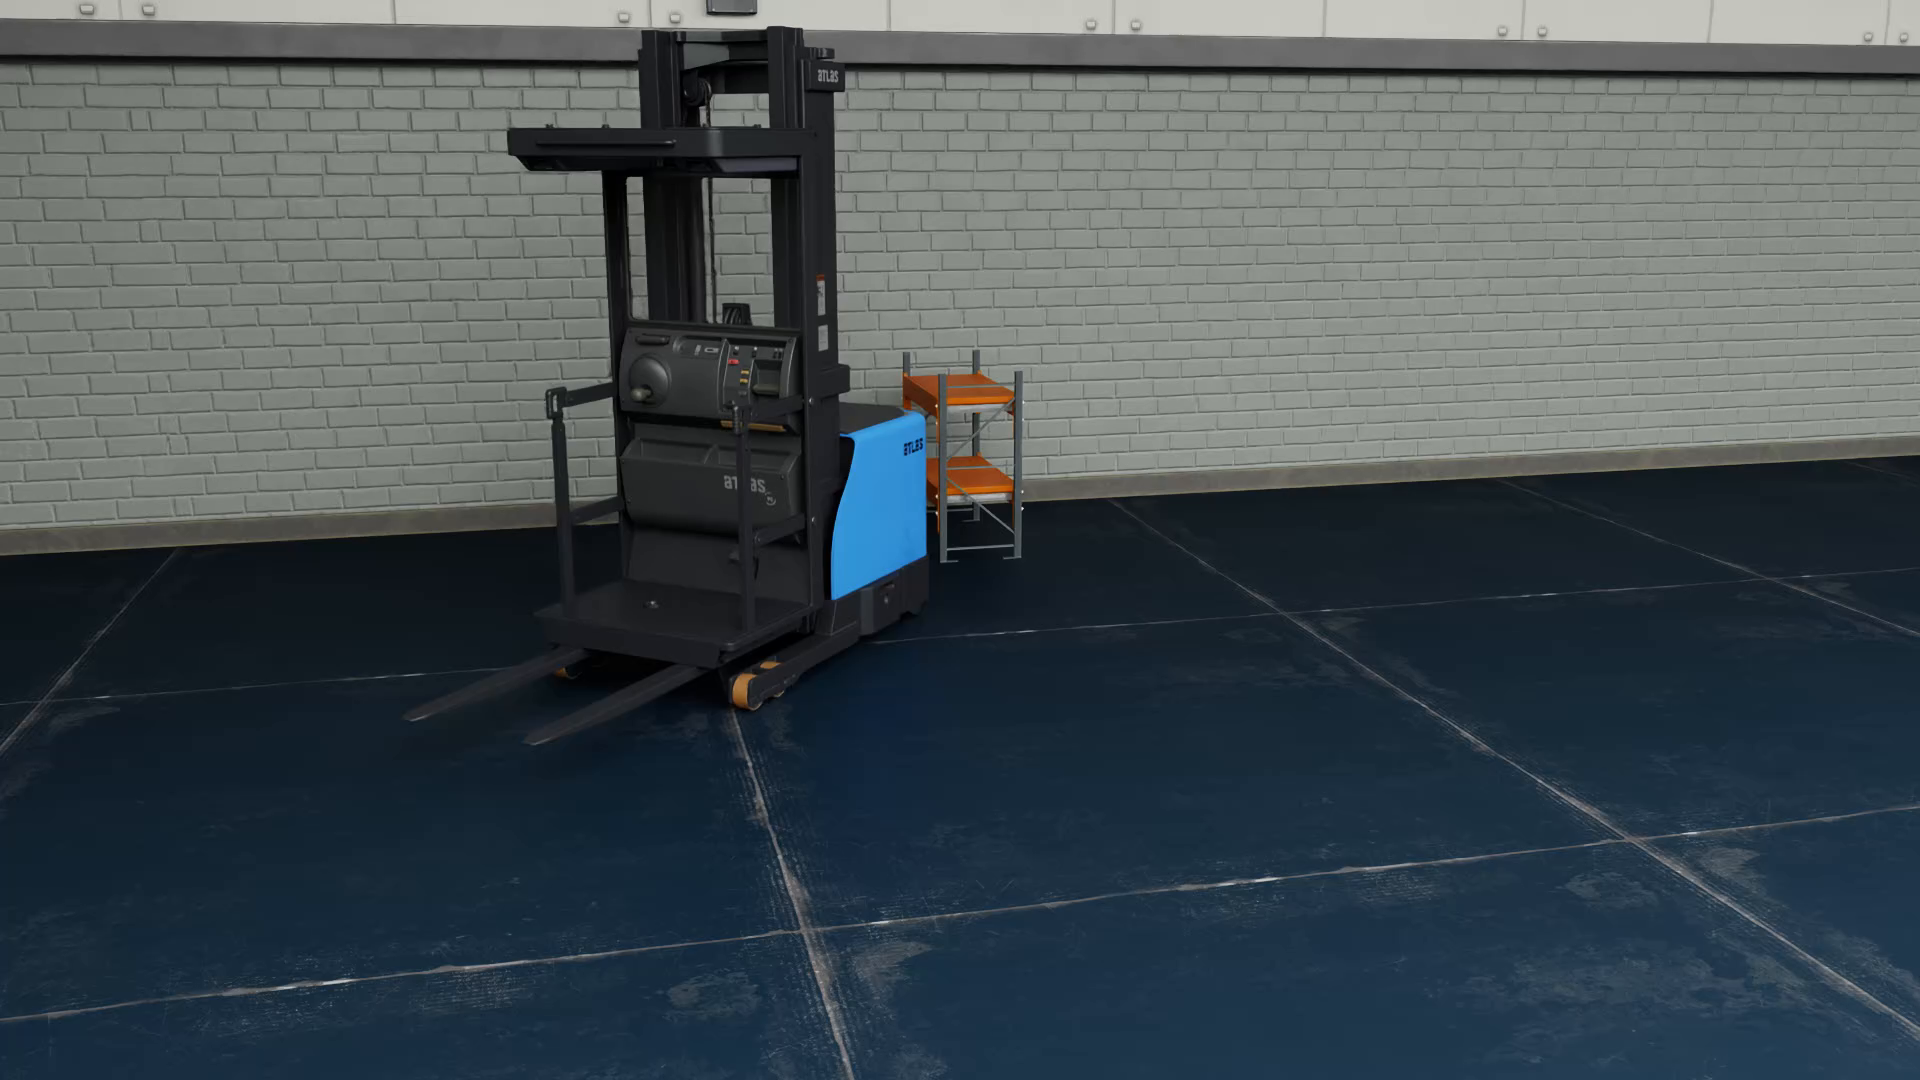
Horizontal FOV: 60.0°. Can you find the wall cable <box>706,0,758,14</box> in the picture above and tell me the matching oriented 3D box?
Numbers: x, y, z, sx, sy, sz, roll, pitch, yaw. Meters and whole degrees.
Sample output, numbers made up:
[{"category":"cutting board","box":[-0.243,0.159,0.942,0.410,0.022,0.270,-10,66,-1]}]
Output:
[{"category":"wall cable","box":[-0.433,-6.226,9.783,2.305,6.003,0.169,-3,14,-13]}]

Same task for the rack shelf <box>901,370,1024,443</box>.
[{"category":"rack shelf","box":[0.002,-0.829,10.218,0.538,0.278,1.000,-3,14,-13]}]

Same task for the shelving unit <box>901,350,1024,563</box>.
[{"category":"shelving unit","box":[0.002,-0.545,10.287,0.538,1.125,1.048,-3,14,-13]}]

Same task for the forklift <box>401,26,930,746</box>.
[{"category":"forklift","box":[-1.258,-0.788,7.478,1.130,2.935,3.031,7,15,25]}]

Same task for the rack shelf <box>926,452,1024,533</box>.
[{"category":"rack shelf","box":[0.002,-0.307,10.345,0.538,0.278,1.000,-3,14,-13]}]

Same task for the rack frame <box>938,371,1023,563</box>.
[{"category":"rack frame","box":[0.121,-0.428,9.807,0.500,1.125,0.032,-3,14,-13]}]

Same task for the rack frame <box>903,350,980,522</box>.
[{"category":"rack frame","box":[-0.118,-0.662,10.767,0.500,1.125,0.032,-3,14,-13]}]
